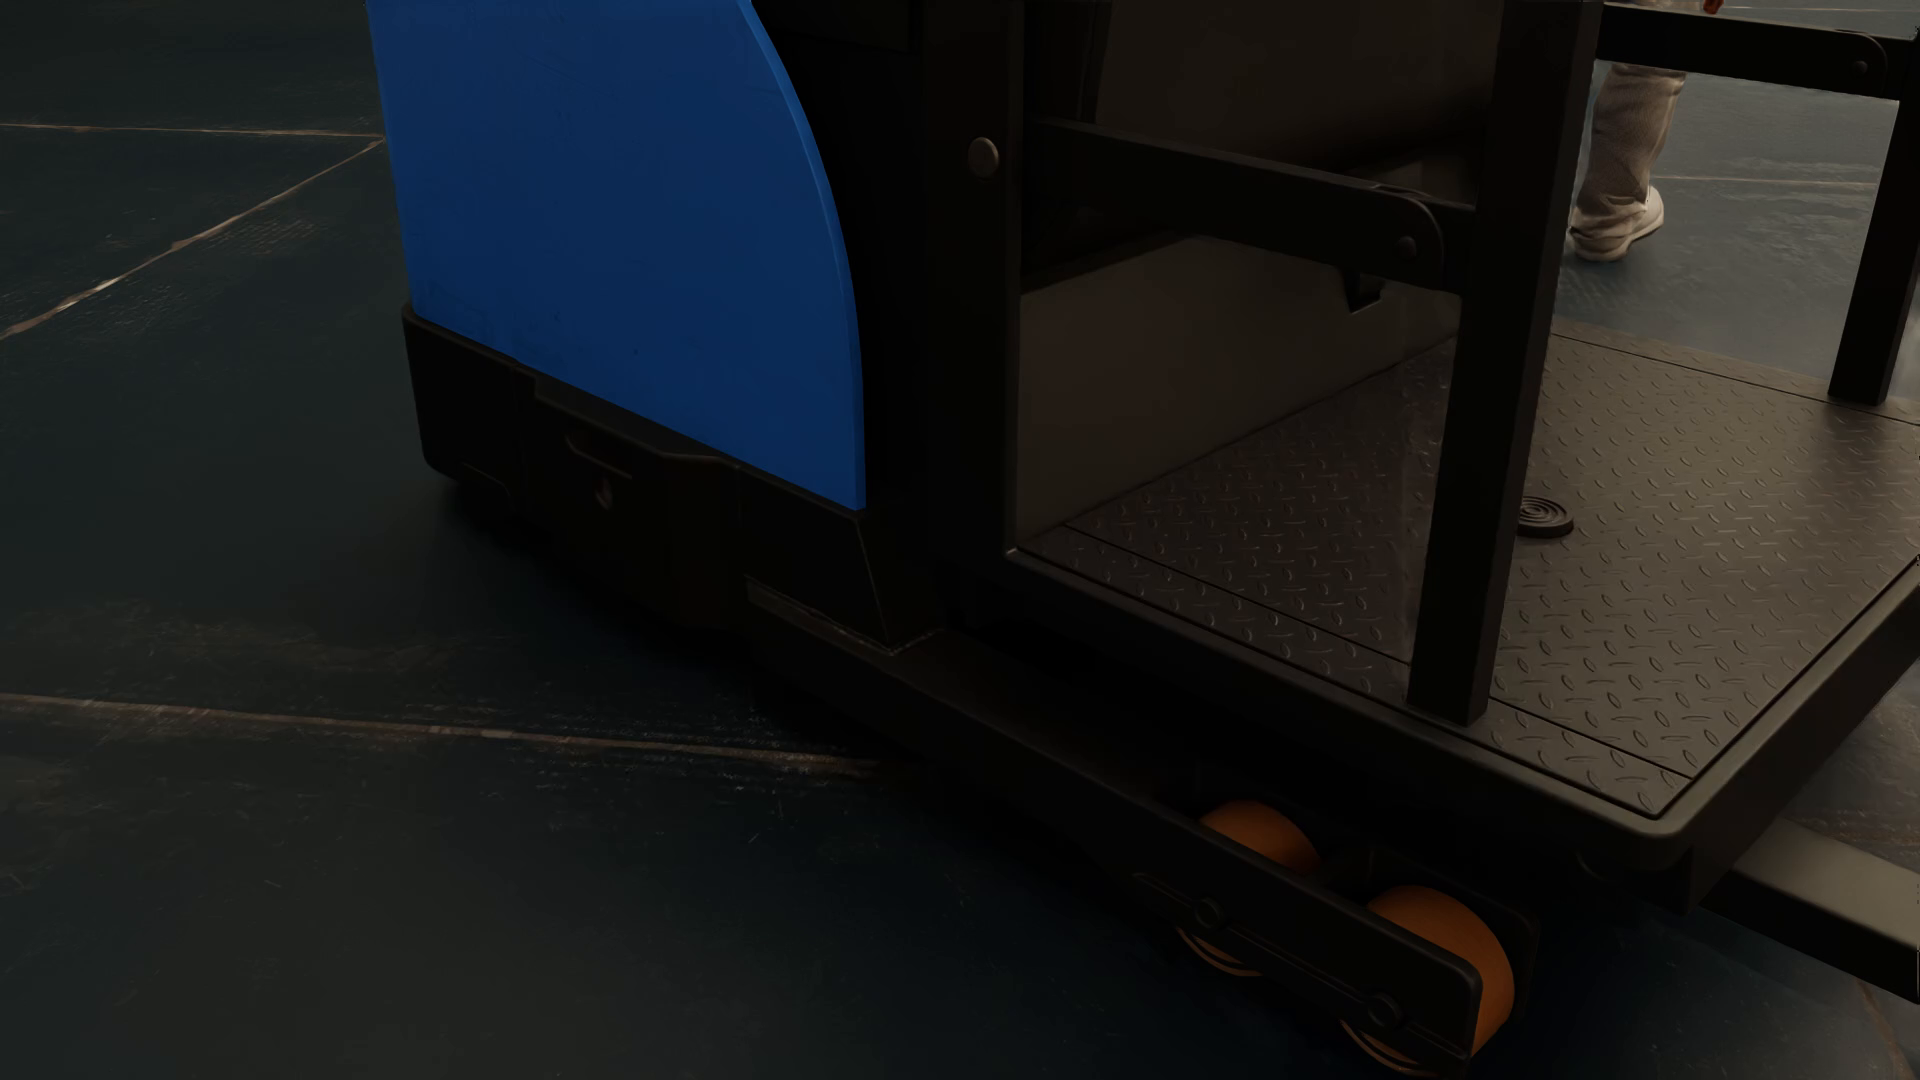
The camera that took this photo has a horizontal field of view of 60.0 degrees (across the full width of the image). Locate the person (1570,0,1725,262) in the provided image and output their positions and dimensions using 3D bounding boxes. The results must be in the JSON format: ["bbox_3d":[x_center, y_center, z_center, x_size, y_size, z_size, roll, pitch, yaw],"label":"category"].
[{"bbox_3d":[1.127,-1.178,3.234,1.227,1.480,0.726,-5,27,-10],"label":"person"}]

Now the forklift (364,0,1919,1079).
[{"bbox_3d":[0.564,-1.087,1.395,3.031,2.935,1.130,23,35,39],"label":"forklift"}]
